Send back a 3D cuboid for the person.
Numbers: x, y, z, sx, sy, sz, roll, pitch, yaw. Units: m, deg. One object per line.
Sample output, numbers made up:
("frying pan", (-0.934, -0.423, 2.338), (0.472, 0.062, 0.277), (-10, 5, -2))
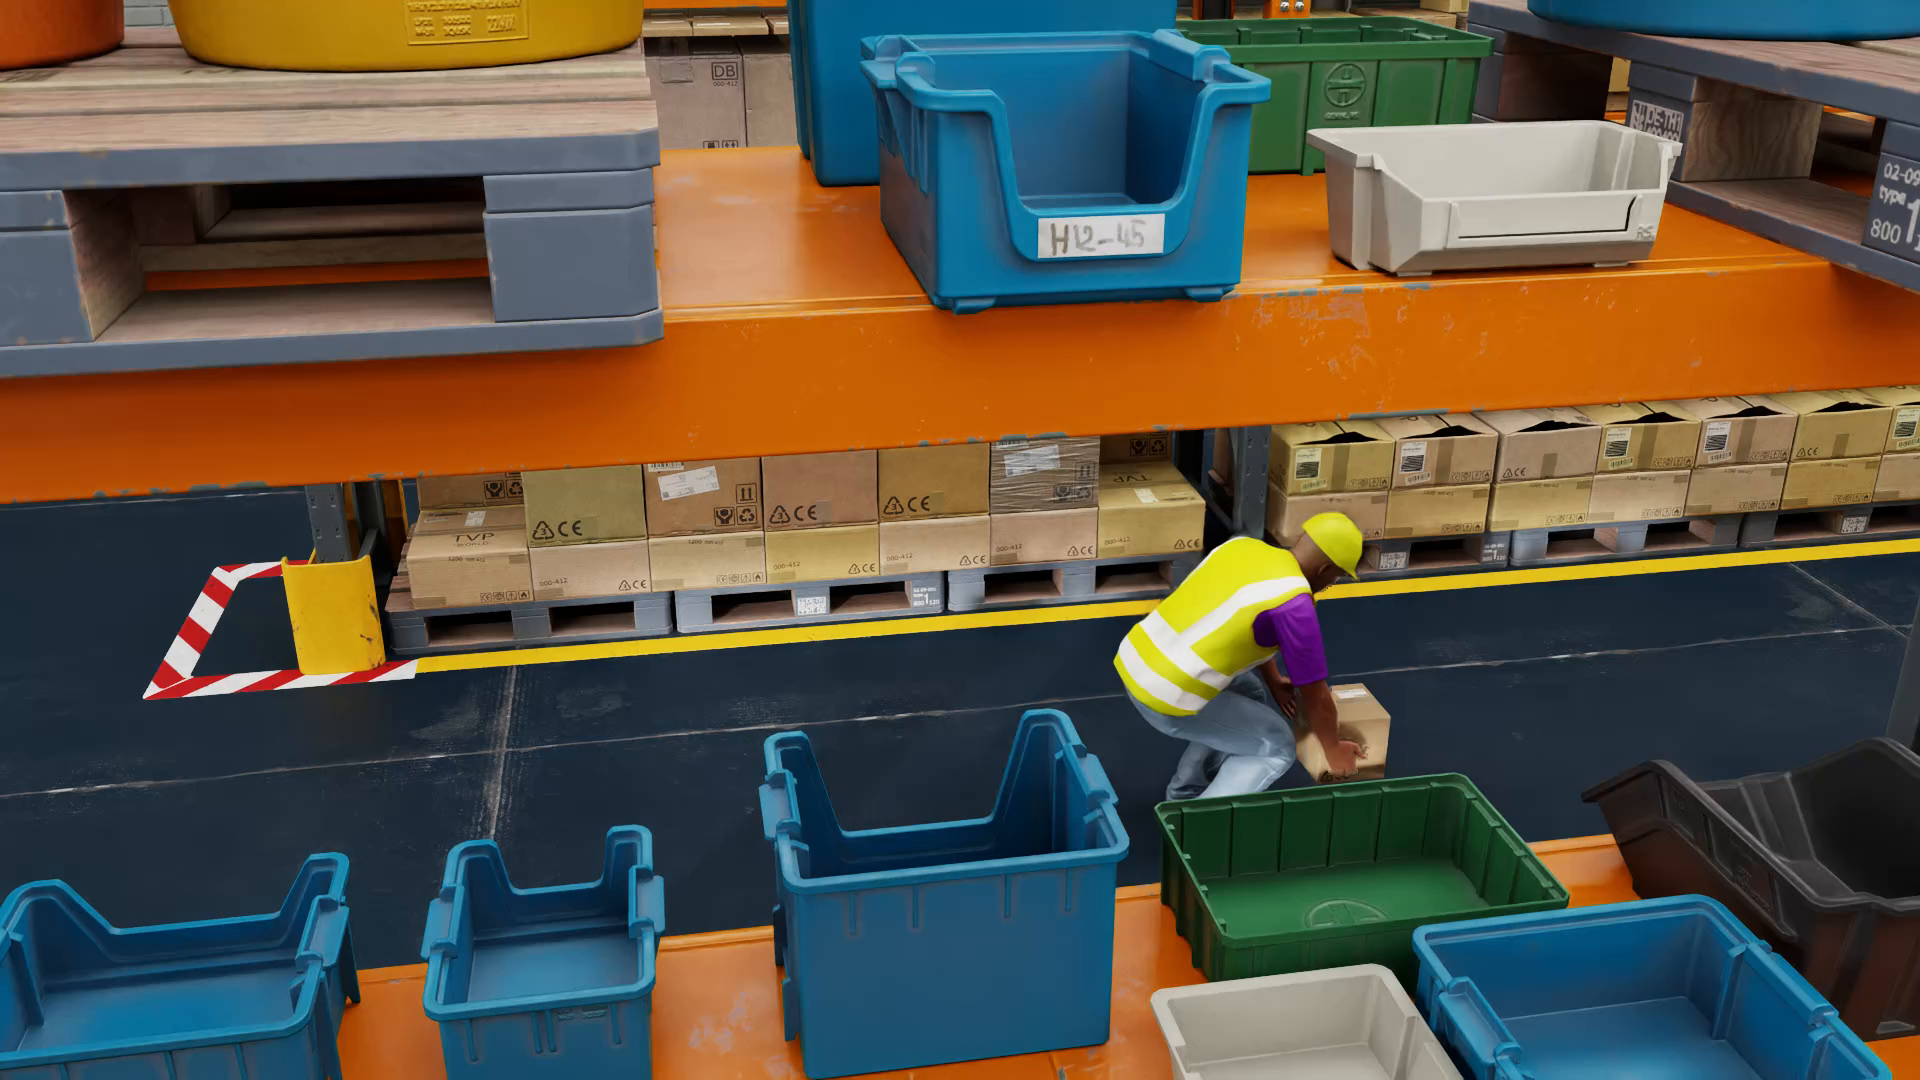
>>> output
("person", (0.952, 0.467, 5.754), (0.852, 1.156, 0.612), (-4, 24, -10))
